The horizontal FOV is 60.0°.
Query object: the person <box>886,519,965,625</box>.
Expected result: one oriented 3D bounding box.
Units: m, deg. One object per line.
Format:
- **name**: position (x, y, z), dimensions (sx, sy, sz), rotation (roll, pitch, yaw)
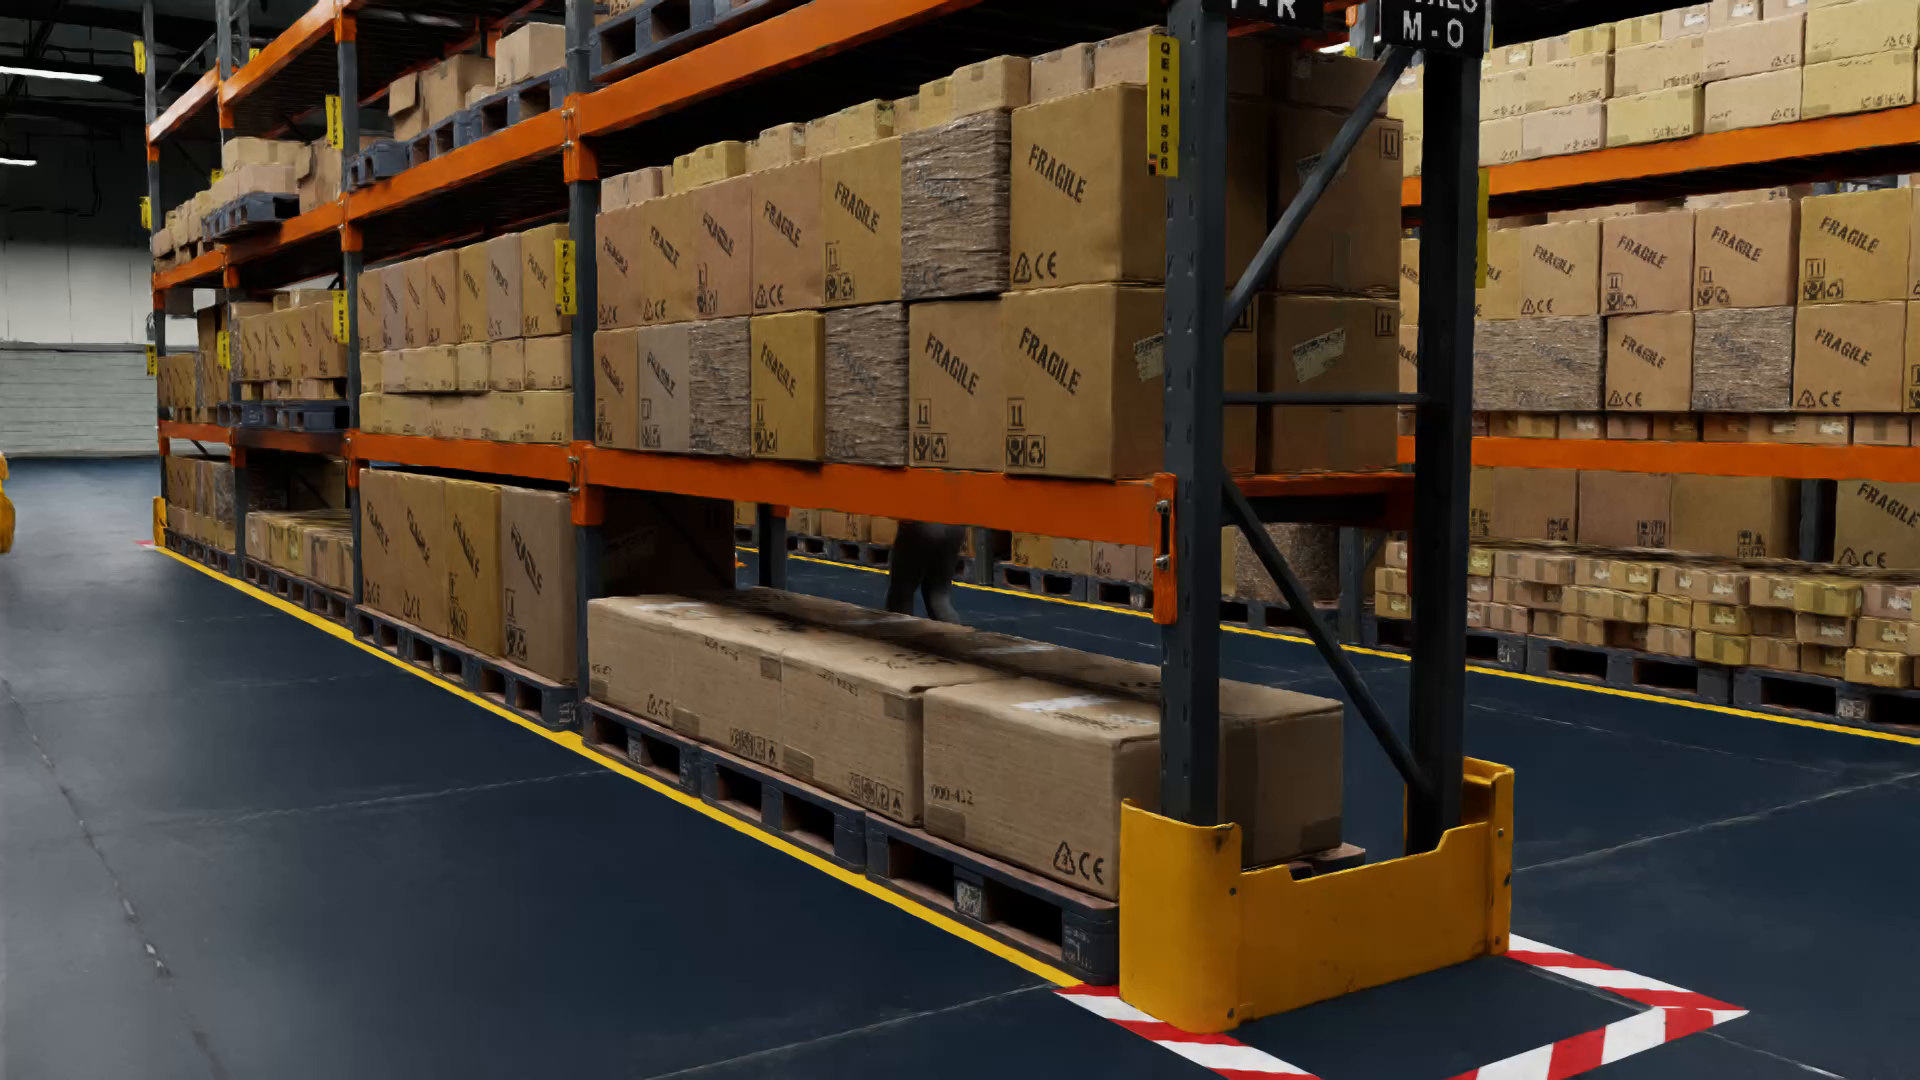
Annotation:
- **person**: position (-0.198, -0.023, 8.693), dimensions (0.675, 1.680, 0.516), rotation (5, 7, 44)
